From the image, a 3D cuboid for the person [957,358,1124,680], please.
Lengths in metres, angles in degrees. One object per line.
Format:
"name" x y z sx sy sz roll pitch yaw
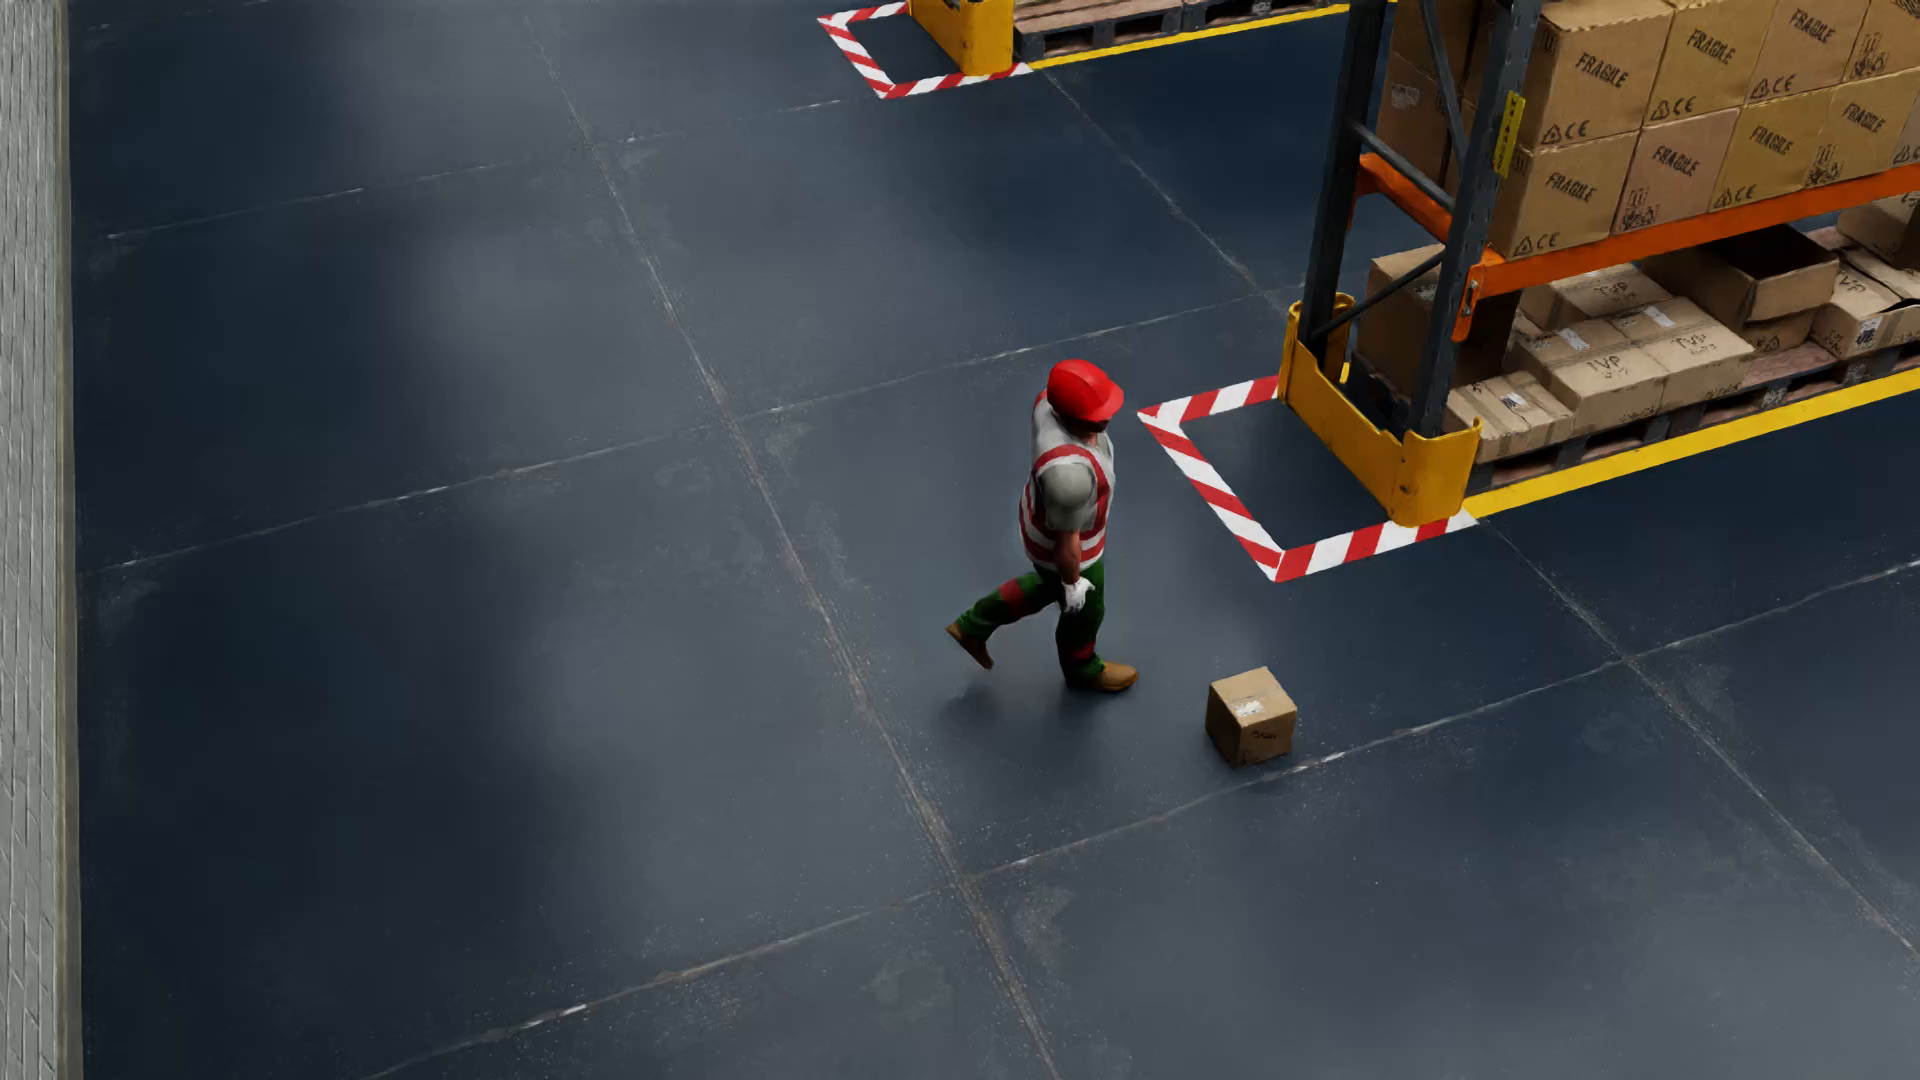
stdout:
"person" 0.294 -0.009 6.123 0.597 1.701 0.572 -2 41 -2
